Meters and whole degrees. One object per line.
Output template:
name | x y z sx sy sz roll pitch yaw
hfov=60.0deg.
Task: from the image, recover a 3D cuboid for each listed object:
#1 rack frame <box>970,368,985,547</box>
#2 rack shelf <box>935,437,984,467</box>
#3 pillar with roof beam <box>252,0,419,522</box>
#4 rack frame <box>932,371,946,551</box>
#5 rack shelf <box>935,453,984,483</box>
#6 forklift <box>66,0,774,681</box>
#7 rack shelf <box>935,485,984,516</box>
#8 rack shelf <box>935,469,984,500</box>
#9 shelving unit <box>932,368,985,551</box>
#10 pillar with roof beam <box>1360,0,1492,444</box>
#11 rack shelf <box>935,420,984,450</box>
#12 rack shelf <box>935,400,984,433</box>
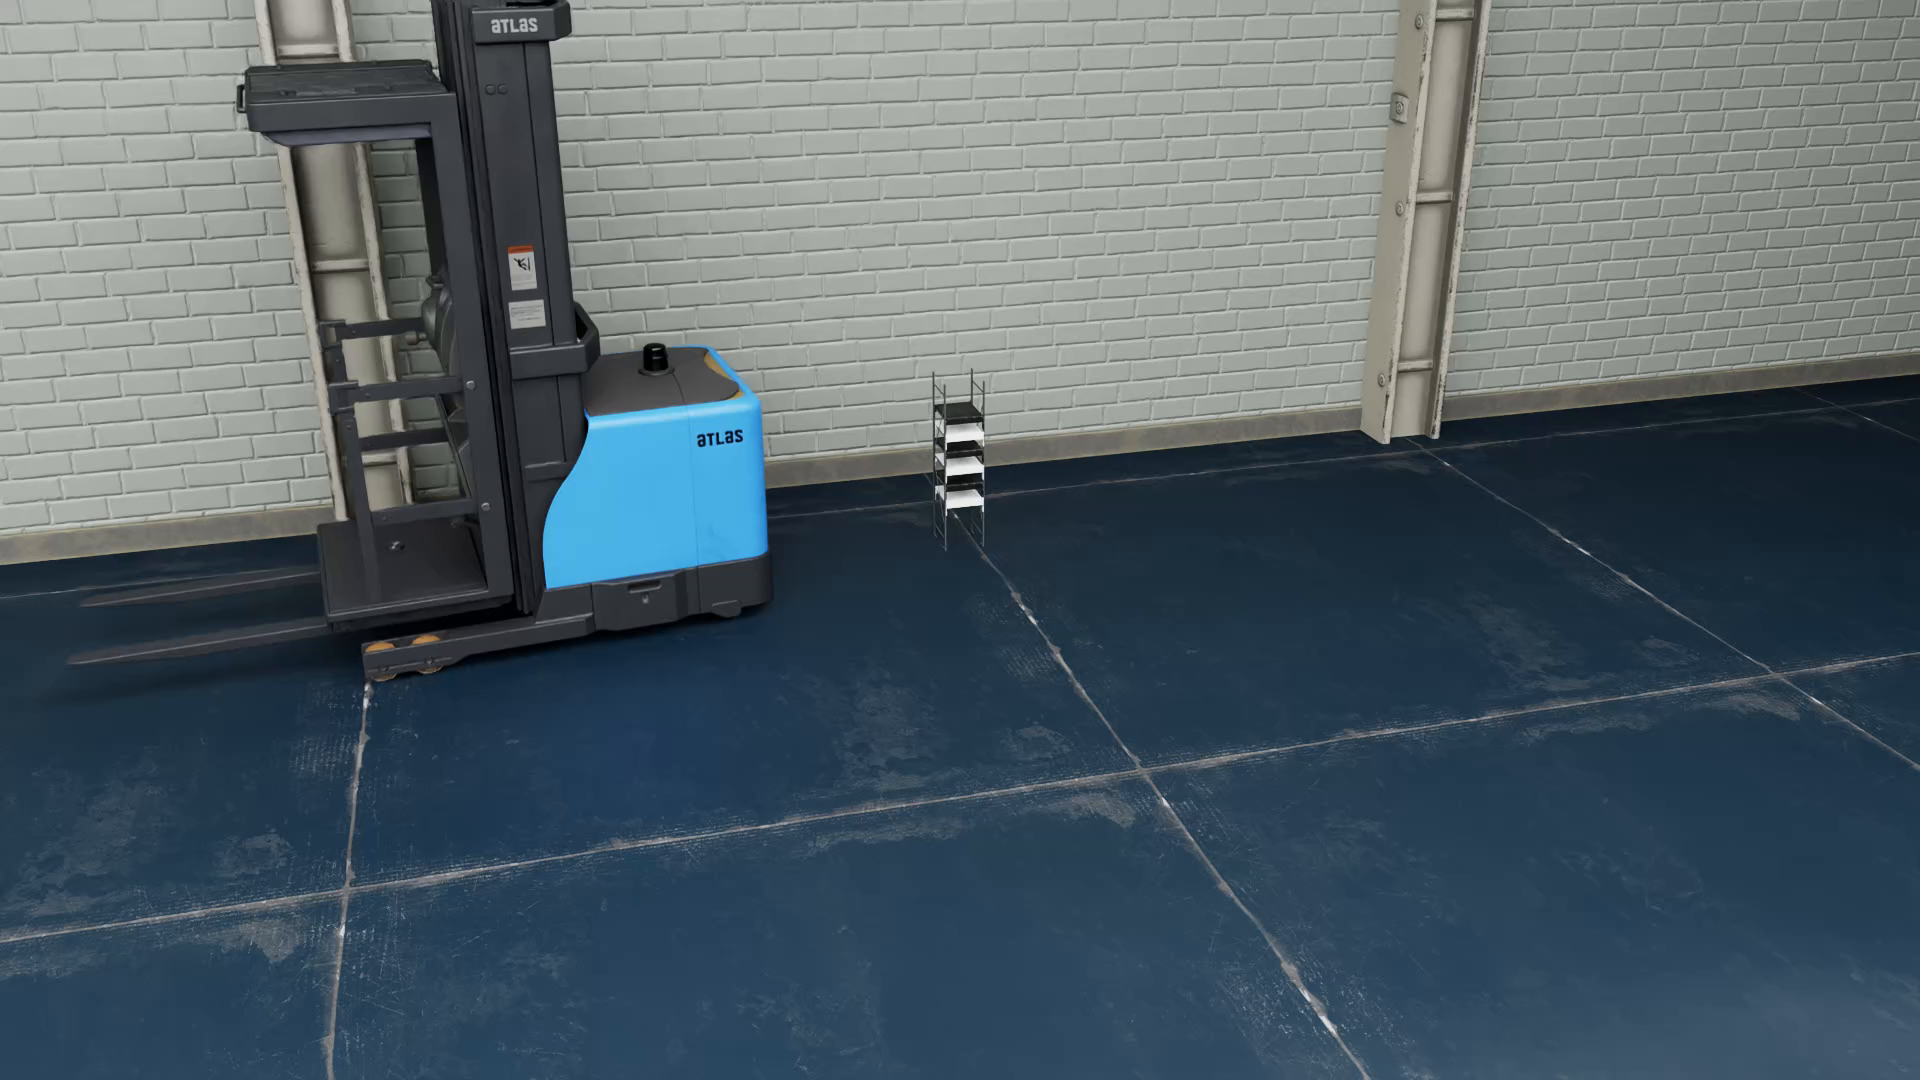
rack frame | 0.090 -0.424 8.596 0.006 0.900 0.240 -6 24 -14
rack shelf | -0.008 -0.465 8.548 0.200 0.077 0.258 -6 24 -14
pillar with roof beam | -1.900 -2.525 3.223 0.400 9.000 9.100 -6 24 -14
rack frame | -0.106 -0.402 8.545 0.006 0.900 0.240 -6 24 -14
rack shelf | -0.008 -0.382 8.584 0.200 0.077 0.258 -6 24 -14
forklift | -2.461 -0.963 7.277 3.031 2.935 1.130 -9 25 -20
rack shelf | -0.008 -0.217 8.655 0.200 0.077 0.258 -6 24 -14
rack shelf | -0.008 -0.299 8.619 0.200 0.077 0.258 -6 24 -14
shelving unit | -0.008 -0.413 8.571 0.210 0.900 0.258 -6 24 -14
pillar with roof beam | 3.877 -3.164 4.712 0.400 9.000 9.100 -6 24 -14
rack shelf | -0.008 -0.547 8.513 0.200 0.077 0.258 -6 24 -14
rack shelf | -0.008 -0.630 8.477 0.200 0.077 0.258 -6 24 -14
